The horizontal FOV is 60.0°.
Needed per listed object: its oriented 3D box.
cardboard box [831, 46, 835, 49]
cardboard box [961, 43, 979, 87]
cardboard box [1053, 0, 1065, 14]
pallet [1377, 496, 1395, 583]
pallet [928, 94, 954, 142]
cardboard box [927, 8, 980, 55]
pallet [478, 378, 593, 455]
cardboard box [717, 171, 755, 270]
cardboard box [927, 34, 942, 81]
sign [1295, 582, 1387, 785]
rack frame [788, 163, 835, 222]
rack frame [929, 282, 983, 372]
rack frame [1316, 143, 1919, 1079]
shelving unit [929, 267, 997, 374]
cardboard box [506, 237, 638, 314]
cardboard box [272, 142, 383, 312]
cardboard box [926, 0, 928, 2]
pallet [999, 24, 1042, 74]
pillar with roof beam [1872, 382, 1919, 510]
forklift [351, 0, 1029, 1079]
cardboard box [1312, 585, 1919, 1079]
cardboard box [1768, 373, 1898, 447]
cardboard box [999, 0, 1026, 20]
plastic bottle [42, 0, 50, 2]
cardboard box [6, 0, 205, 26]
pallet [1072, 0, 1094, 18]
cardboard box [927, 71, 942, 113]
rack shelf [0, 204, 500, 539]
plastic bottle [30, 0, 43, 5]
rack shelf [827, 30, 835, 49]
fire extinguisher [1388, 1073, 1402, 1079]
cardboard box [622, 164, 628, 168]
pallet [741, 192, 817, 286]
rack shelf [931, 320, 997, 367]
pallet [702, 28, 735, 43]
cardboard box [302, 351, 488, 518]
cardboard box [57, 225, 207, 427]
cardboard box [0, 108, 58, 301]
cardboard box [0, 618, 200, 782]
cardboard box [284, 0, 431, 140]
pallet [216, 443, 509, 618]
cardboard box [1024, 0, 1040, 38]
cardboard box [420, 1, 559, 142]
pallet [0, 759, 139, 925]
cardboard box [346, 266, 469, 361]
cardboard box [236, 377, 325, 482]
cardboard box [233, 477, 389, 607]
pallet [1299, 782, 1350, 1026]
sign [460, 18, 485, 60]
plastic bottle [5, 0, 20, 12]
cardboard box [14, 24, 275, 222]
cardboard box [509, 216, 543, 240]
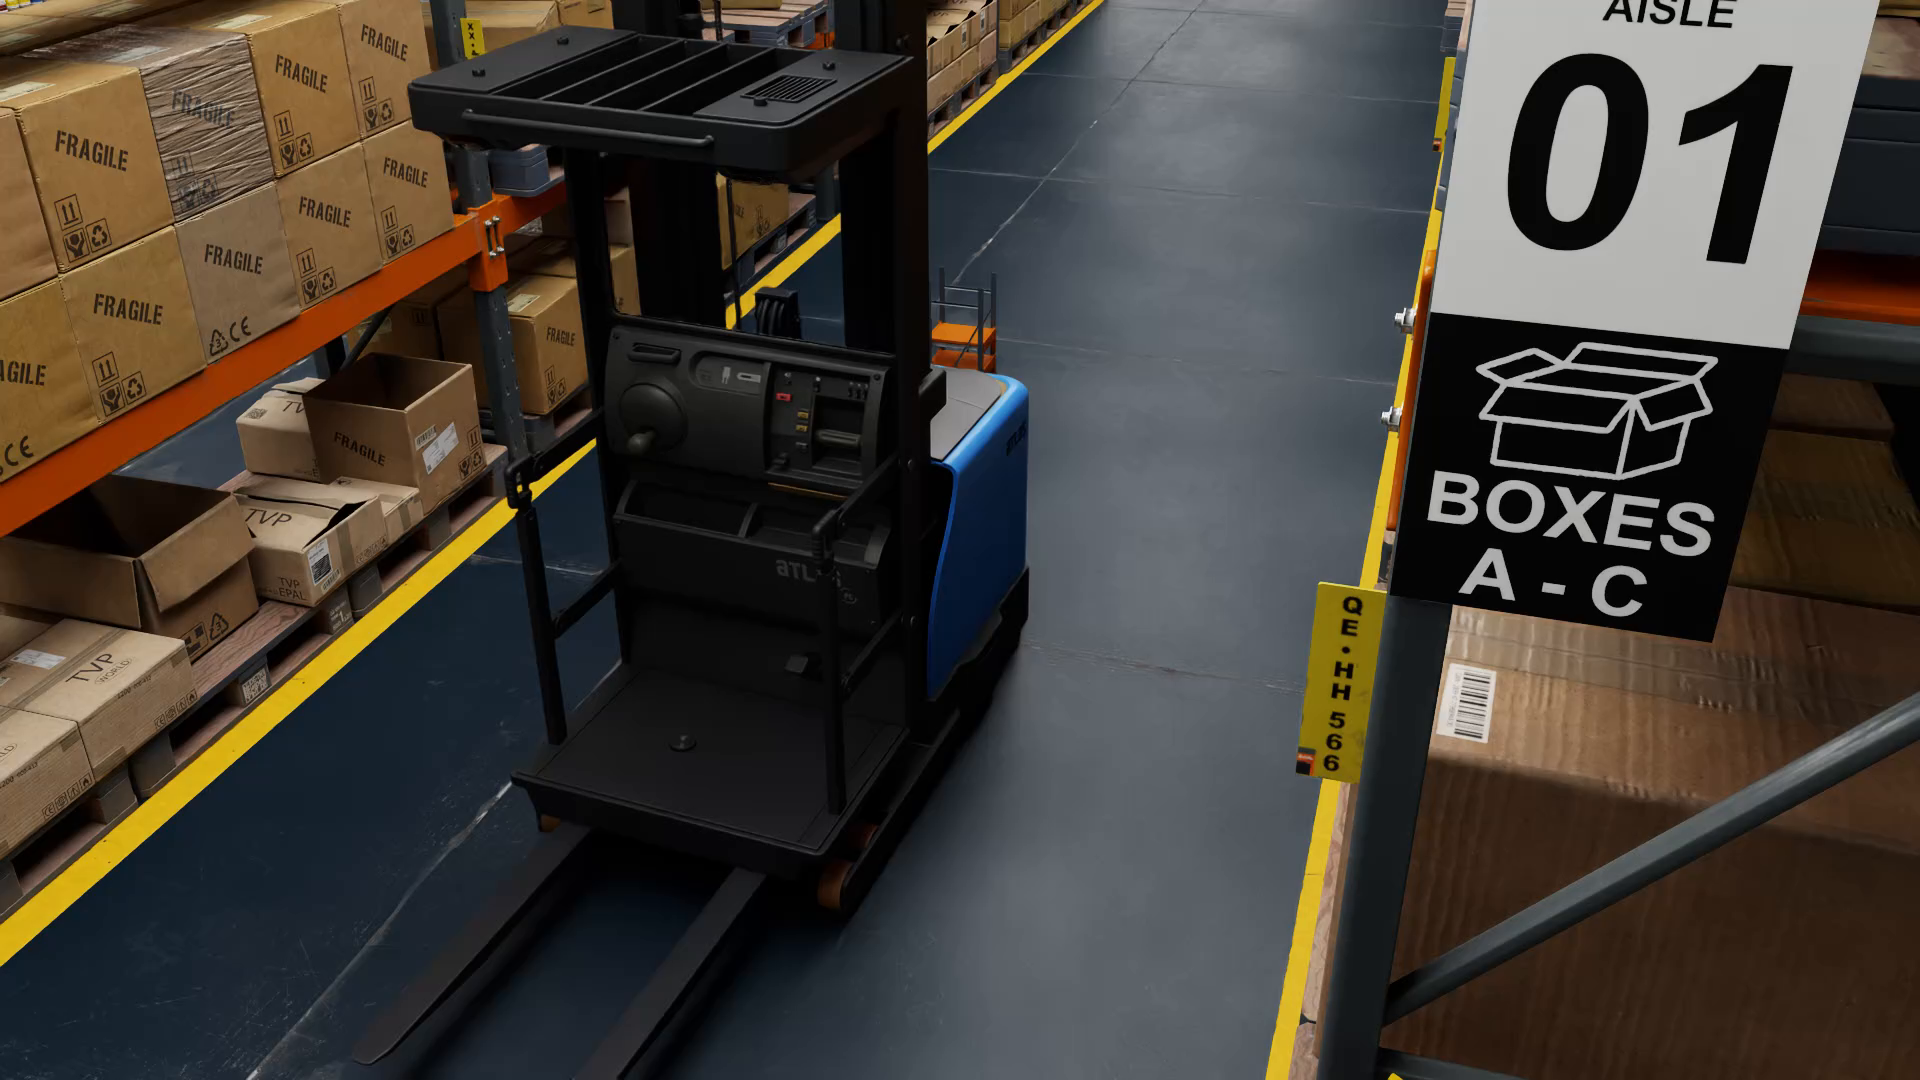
[{"bbox_3d":[-1.117,-3.504,12.283,0.500,0.311,0.500,8,30,15],"label":"cardboard box"},{"bbox_3d":[-0.153,-3.894,13.561,0.500,0.250,0.500,8,30,14],"label":"cardboard box"},{"bbox_3d":[0.712,-5.232,15.965,0.500,0.250,0.500,8,30,15],"label":"cardboard box"},{"bbox_3d":[2.385,-0.109,7.228,1.003,0.211,1.213,8,30,15],"label":"pallet"},{"bbox_3d":[-0.693,-3.246,12.867,1.003,0.211,1.213,8,30,15],"label":"pallet"},{"bbox_3d":[-0.149,-4.136,13.419,0.500,0.311,0.500,9,30,16],"label":"cardboard box"},{"bbox_3d":[-2.303,-0.828,8.521,1.003,0.211,1.213,8,30,15],"label":"pallet"},{"bbox_3d":[-1.534,-1.913,9.723,0.500,0.500,0.500,7,30,13],"label":"cardboard box"},{"bbox_3d":[-0.449,-3.672,12.584,0.500,0.311,0.500,8,30,14],"label":"cardboard box"},{"bbox_3d":[0.542,0.207,2.357,0.100,0.325,0.005,8,30,15],"label":"sign"},{"bbox_3d":[-1.332,-3.522,10.496,1.000,3.000,0.127,8,30,15],"label":"rack frame"},{"bbox_3d":[-0.023,-0.489,6.894,0.240,1.200,0.006,8,30,15],"label":"rack frame"},{"bbox_3d":[1.056,0.901,2.545,1.000,3.000,0.127,8,30,15],"label":"rack frame"},{"bbox_3d":[0.004,-0.531,6.970,0.258,1.200,0.189,8,30,15],"label":"shelving unit"},{"bbox_3d":[-1.985,-1.203,8.445,0.500,0.500,0.500,9,30,16],"label":"cardboard box"},{"bbox_3d":[-2.558,-1.198,6.215,0.500,0.500,0.500,9,30,16],"label":"cardboard box"},{"bbox_3d":[-0.517,-4.451,13.986,0.500,0.311,0.500,9,30,15],"label":"cardboard box"},{"bbox_3d":[0.116,-4.526,15.169,1.003,0.211,1.213,8,30,15],"label":"pallet"},{"bbox_3d":[-1.263,-3.745,4.726,9.100,9.000,0.400,8,30,15],"label":"pillar with roof beam"},{"bbox_3d":[-0.737,-0.355,4.874,1.130,2.935,3.031,11,31,18],"label":"forklift"},{"bbox_3d":[1.197,0.531,2.901,0.980,0.700,0.700,10,31,17],"label":"cardboard box"},{"bbox_3d":[1.632,-0.161,4.146,0.980,0.700,0.700,7,30,12],"label":"cardboard box"},{"bbox_3d":[0.278,-4.861,14.528,0.500,0.500,0.500,8,30,15],"label":"cardboard box"},{"bbox_3d":[-5.982,-3.601,10.842,0.097,0.201,0.097,0,29,0],"label":"plastic bottle"},{"bbox_3d":[-3.064,-1.725,6.134,0.500,0.500,0.500,8,30,13],"label":"cardboard box"},{"bbox_3d":[0.832,-5.660,17.207,1.003,0.211,1.213,8,30,15],"label":"pallet"},{"bbox_3d":[-0.453,-3.420,12.709,0.500,0.250,0.500,9,30,16],"label":"cardboard box"},{"bbox_3d":[-3.093,-0.419,5.658,1.077,0.370,4.000,8,30,15],"label":"rack shelf"},{"bbox_3d":[-6.010,-3.586,10.744,0.097,0.271,0.097,0,29,0],"label":"plastic bottle"},{"bbox_3d":[-0.745,-4.137,12.341,1.077,0.370,4.000,8,30,15],"label":"rack shelf"},{"bbox_3d":[0.571,1.102,2.647,0.296,0.674,0.183,8,30,15],"label":"fire extinguisher"},{"bbox_3d":[-1.691,-1.979,9.069,0.500,0.250,0.500,8,30,14],"label":"cardboard box"},{"bbox_3d":[-1.587,-1.962,10.560,1.003,0.211,1.213,8,30,15],"label":"pallet"},{"bbox_3d":[0.004,-0.807,6.817,0.258,0.103,0.180,8,30,15],"label":"rack shelf"},{"bbox_3d":[-1.898,-2.534,8.917,1.003,0.211,1.213,8,30,15],"label":"pallet"},{"bbox_3d":[-2.402,-0.458,7.106,0.500,0.500,0.500,8,30,15],"label":"cardboard box"},{"bbox_3d":[-2.853,-0.722,5.359,0.500,0.500,0.500,9,30,16],"label":"cardboard box"},{"bbox_3d":[-3.000,-0.929,4.704,0.500,0.500,0.500,9,30,16],"label":"cardboard box"},{"bbox_3d":[-2.956,0.528,5.591,0.500,0.250,0.500,8,30,15],"label":"cardboard box"},{"bbox_3d":[-2.407,-1.872,6.398,0.500,0.500,0.500,9,30,15],"label":"cardboard box"},{"bbox_3d":[-2.709,-0.125,7.259,1.003,0.211,1.213,8,30,15],"label":"pallet"},{"bbox_3d":[0.420,-4.767,15.130,0.500,0.250,0.500,8,30,15],"label":"cardboard box"},{"bbox_3d":[-2.153,-2.079,7.366,0.700,0.500,0.500,-1,29,-2],"label":"cardboard box"},{"bbox_3d":[-3.425,1.008,5.220,1.003,0.211,1.213,8,30,15],"label":"pallet"},{"bbox_3d":[-2.635,-1.033,8.141,0.500,0.500,0.500,8,30,15],"label":"cardboard box"},{"bbox_3d":[-2.836,-0.516,7.406,0.500,0.311,0.500,8,30,15],"label":"cardboard box"},{"bbox_3d":[-2.622,-0.027,6.526,0.500,0.311,0.500,8,30,15],"label":"cardboard box"},{"bbox_3d":[1.576,1.172,4.927,1.003,0.211,1.213,8,30,15],"label":"pallet"},{"bbox_3d":[-1.985,-1.968,6.811,0.100,0.325,0.005,8,30,15],"label":"sign"},{"bbox_3d":[-6.067,-3.465,10.598,0.097,0.201,0.097,0,29,0],"label":"plastic bottle"},{"bbox_3d":[-2.703,-1.399,5.548,0.500,0.500,0.500,9,30,15],"label":"cardboard box"},{"bbox_3d":[-2.335,-1.495,8.970,0.500,0.500,0.500,9,30,15],"label":"cardboard box"}]
